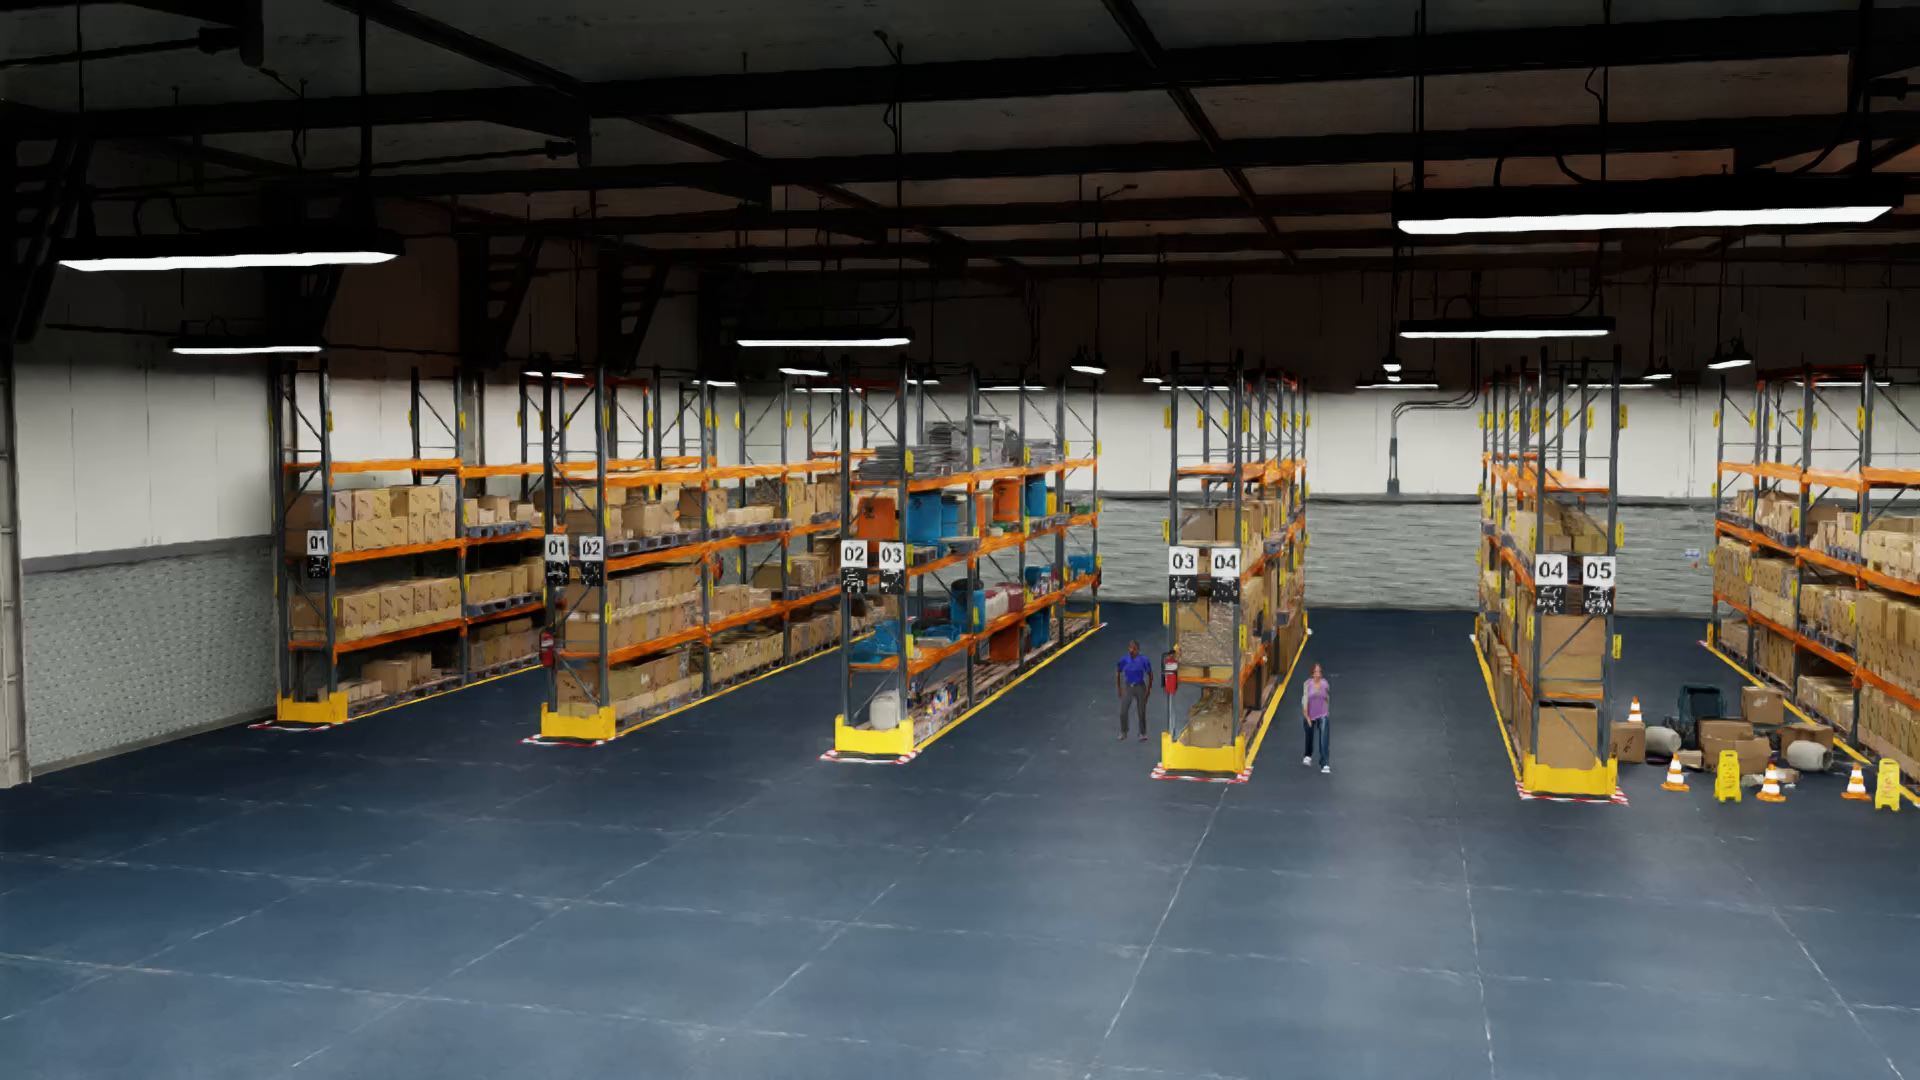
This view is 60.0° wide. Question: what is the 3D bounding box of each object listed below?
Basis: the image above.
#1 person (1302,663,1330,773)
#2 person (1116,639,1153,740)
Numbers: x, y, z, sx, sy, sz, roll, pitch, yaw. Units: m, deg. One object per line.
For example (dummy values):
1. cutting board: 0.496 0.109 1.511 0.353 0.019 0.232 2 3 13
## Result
1. person: 5.082 2.513 23.780 0.412 1.533 0.955 0 4 7
2. person: 2.729 2.338 26.031 0.592 1.604 0.518 1 4 13
